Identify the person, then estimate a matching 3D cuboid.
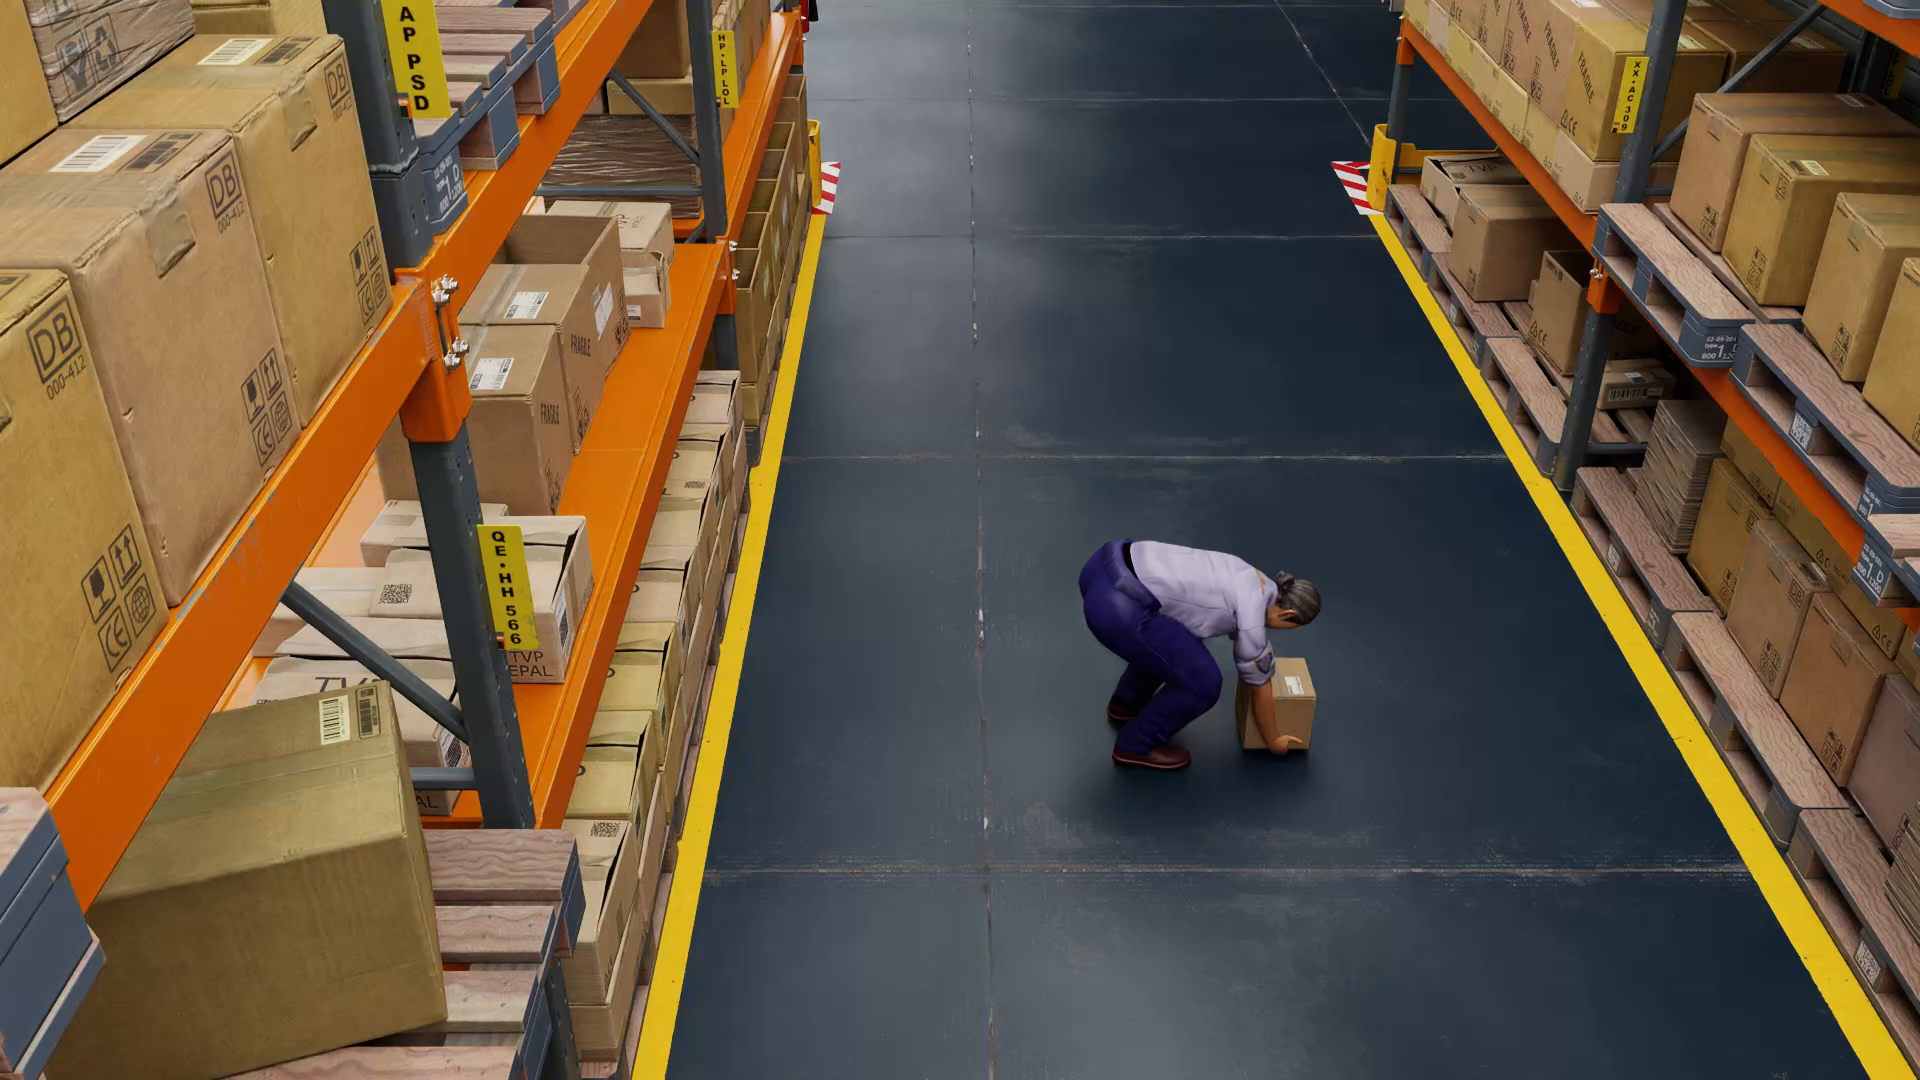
[{"bbox_3d":[0.889,0.400,6.246,0.898,0.868,0.517,-2,32,-3],"label":"person"}]
